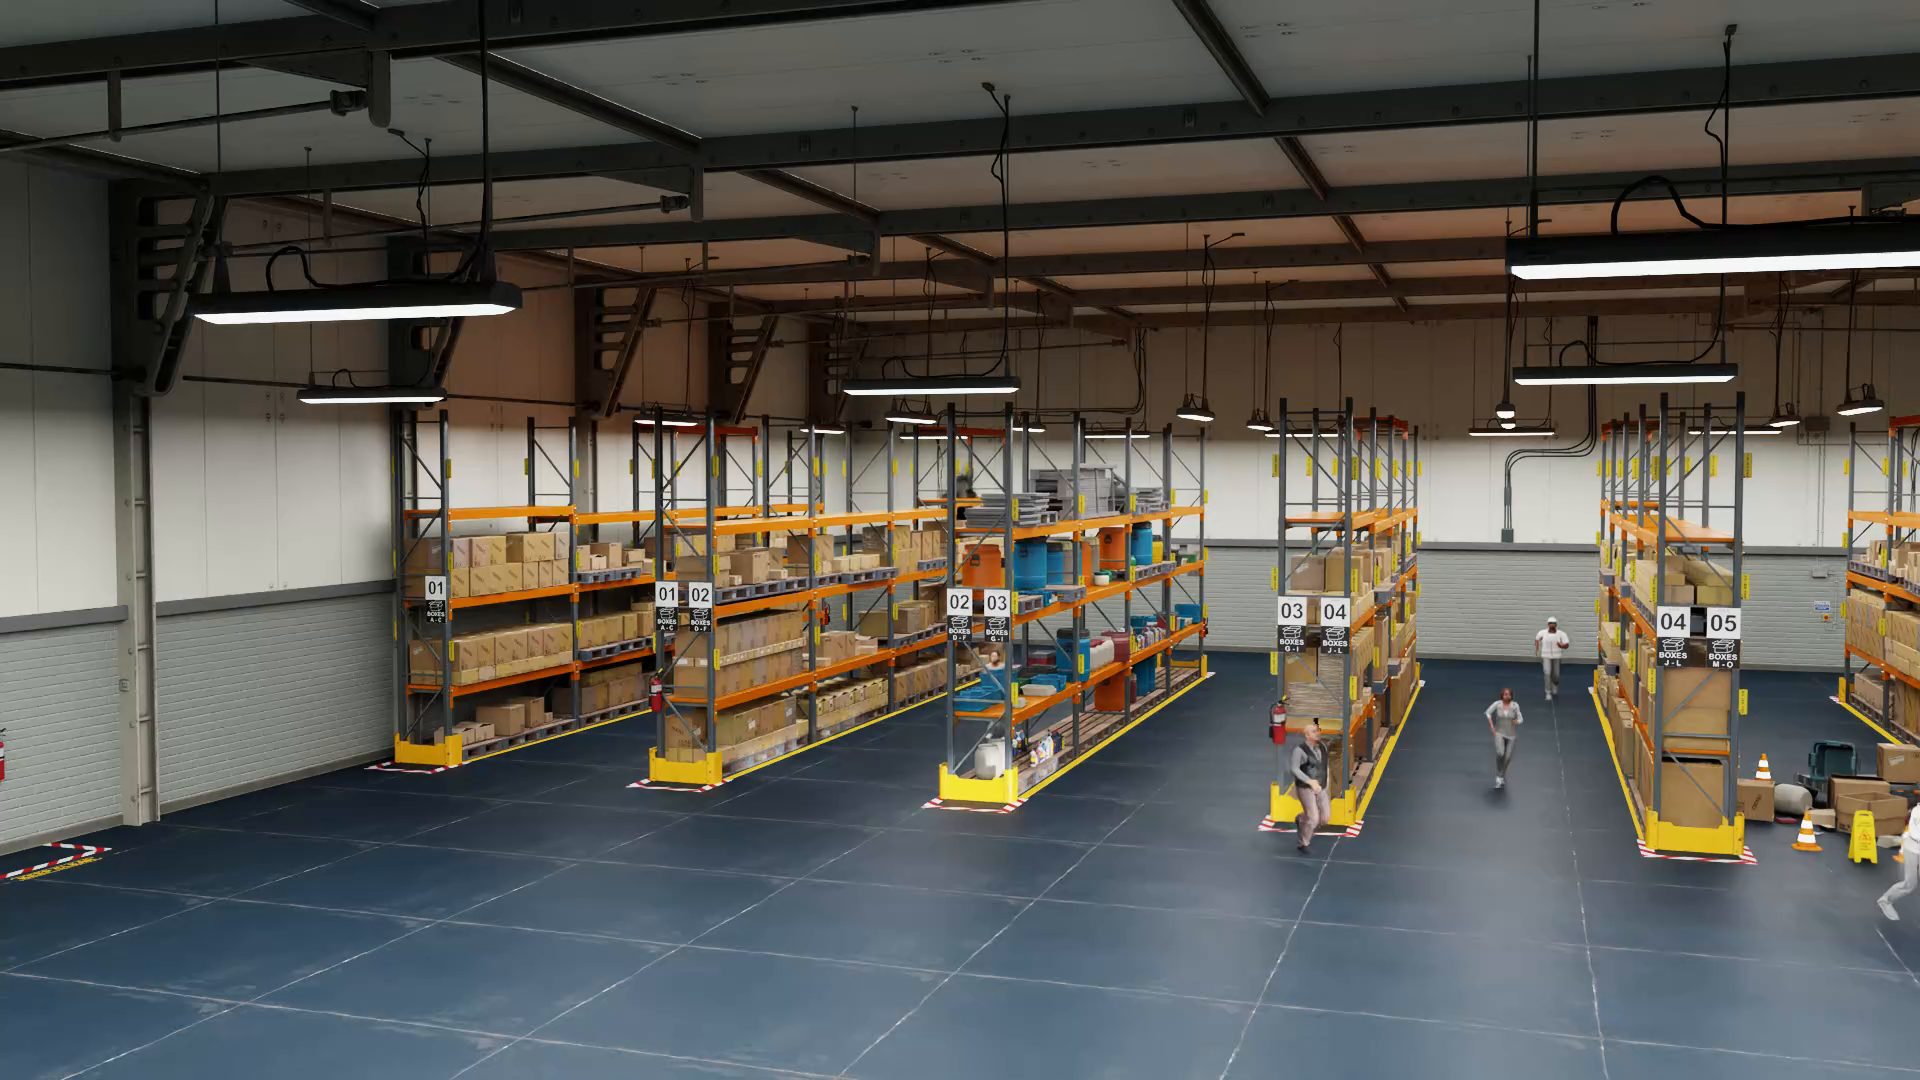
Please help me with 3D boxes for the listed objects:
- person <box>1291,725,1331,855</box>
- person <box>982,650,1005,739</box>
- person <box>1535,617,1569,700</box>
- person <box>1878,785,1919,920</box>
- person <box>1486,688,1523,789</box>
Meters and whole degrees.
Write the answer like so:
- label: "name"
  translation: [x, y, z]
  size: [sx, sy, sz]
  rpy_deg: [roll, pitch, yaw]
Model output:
- label: "person"
  translation: [4.586, 3.241, 21.693]
  size: [0.688, 1.692, 0.643]
  rpy_deg: [-1, 3, -31]
- label: "person"
  translation: [0.673, 2.880, 31.087]
  size: [0.585, 1.604, 0.670]
  rpy_deg: [1, 3, 14]
- label: "person"
  translation: [12.839, 2.546, 36.076]
  size: [0.702, 1.751, 0.990]
  rpy_deg: [1, 3, 17]
- label: "person"
  translation: [10.341, 3.417, 17.946]
  size: [0.629, 1.735, 0.894]
  rpy_deg: [-1, 3, -24]
- label: "person"
  translation: [8.529, 3.091, 26.025]
  size: [0.523, 1.580, 0.702]
  rpy_deg: [0, 2, 8]
